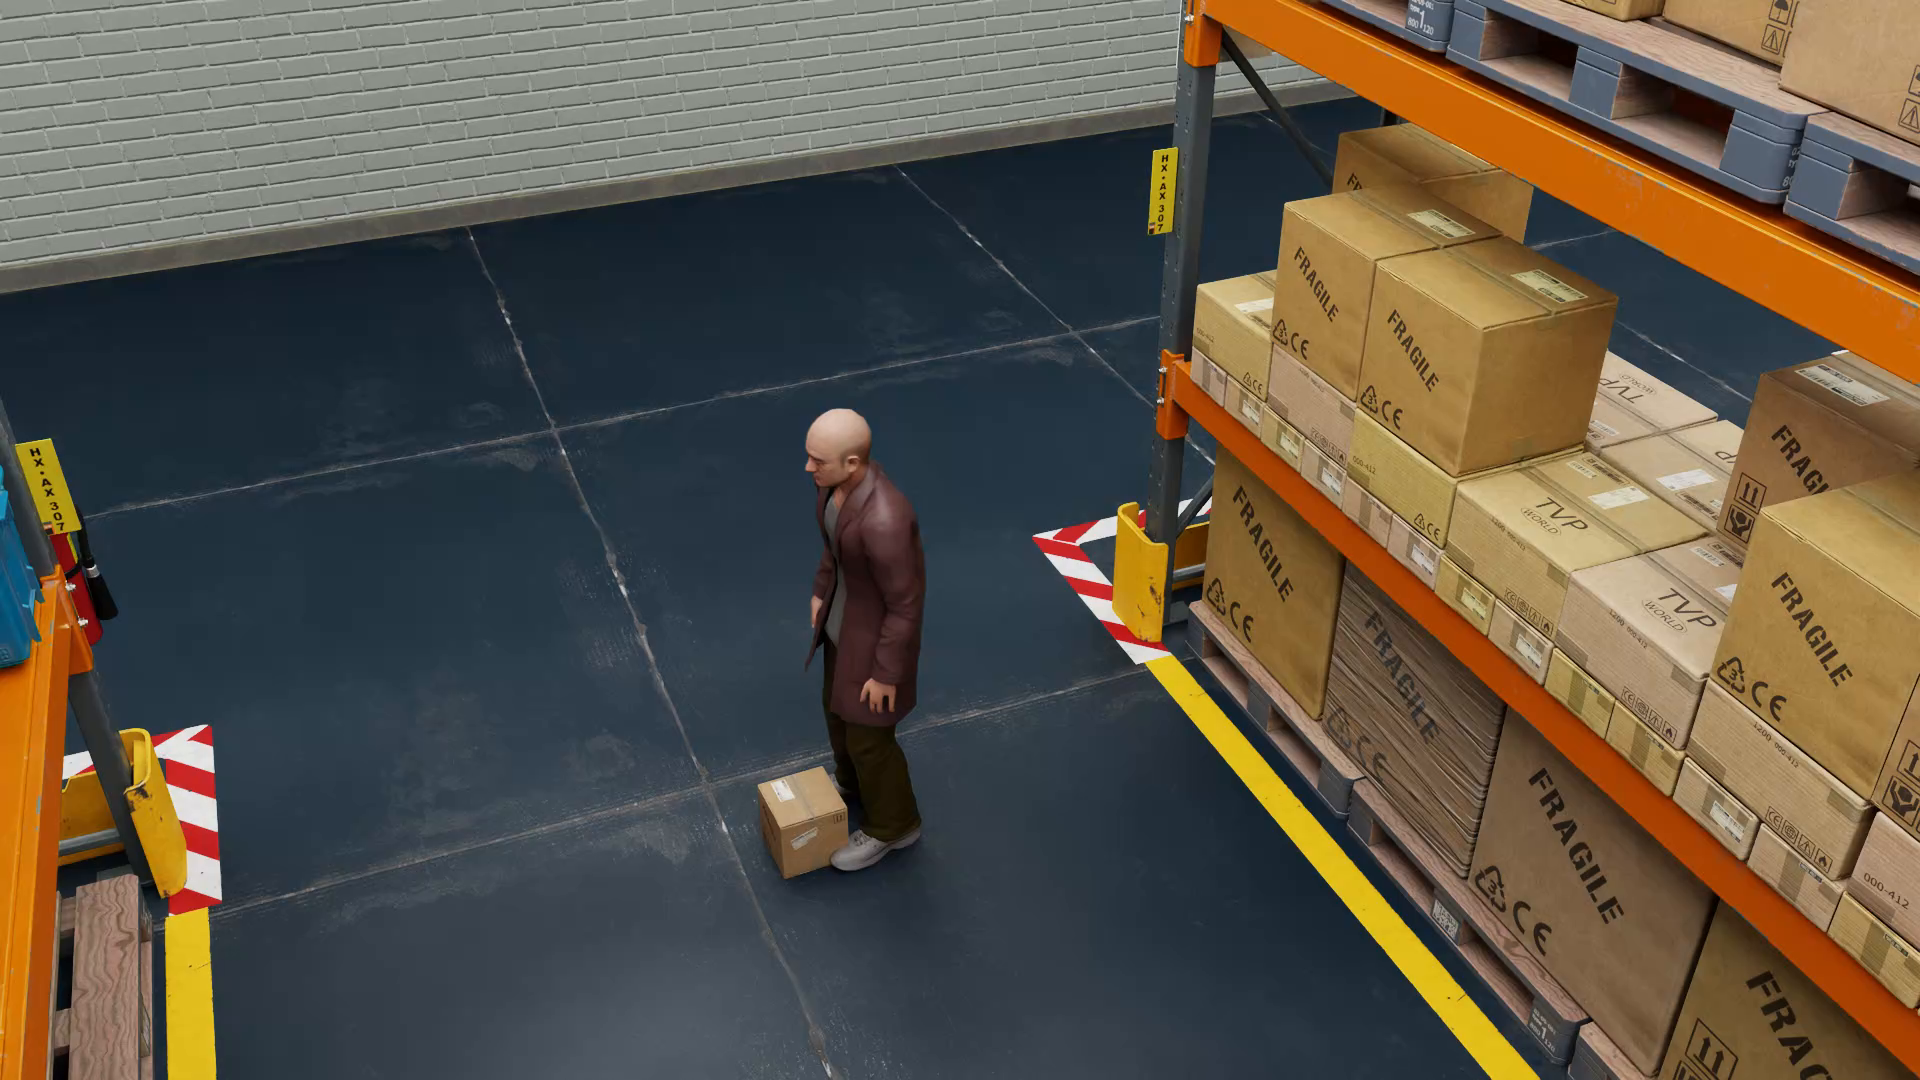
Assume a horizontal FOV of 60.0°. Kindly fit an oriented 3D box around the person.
[{"bbox_3d":[-0.333,0.324,5.655,0.416,1.774,0.653,-14,35,-20],"label":"person"}]
